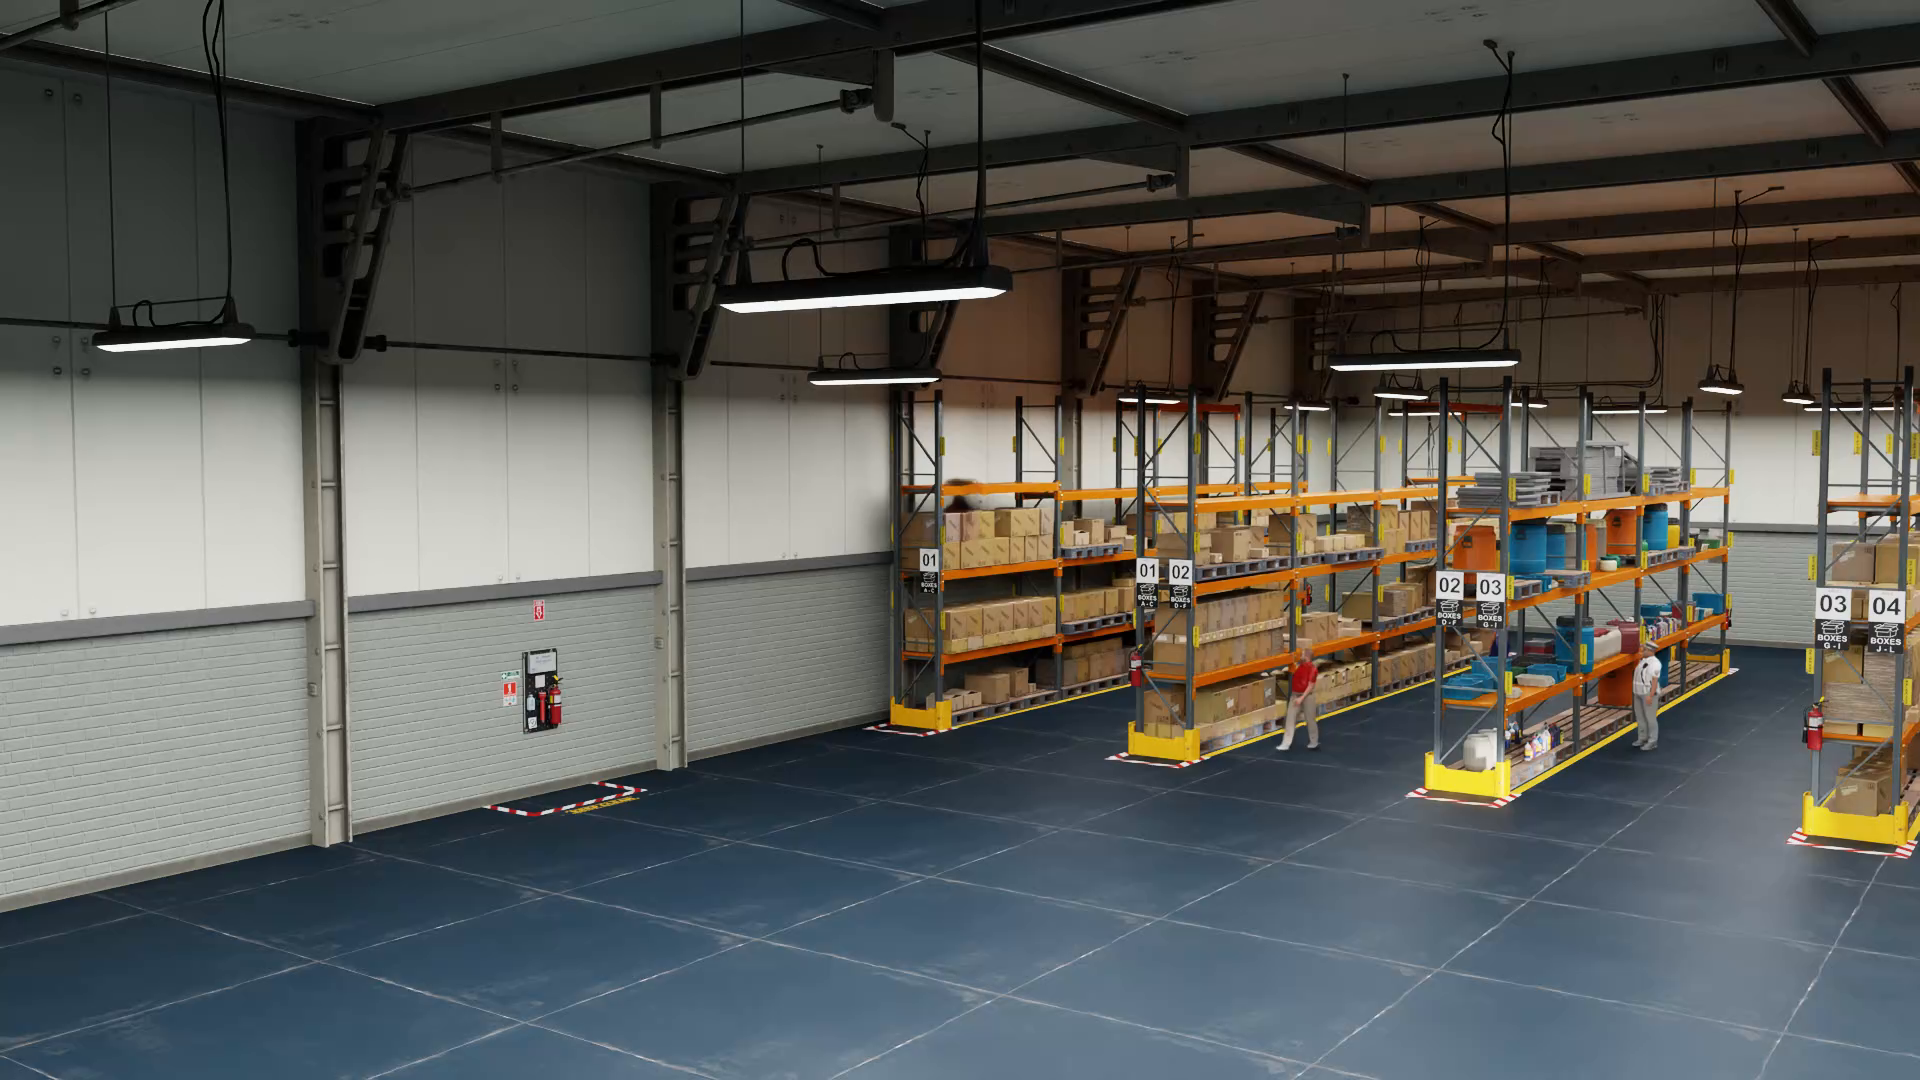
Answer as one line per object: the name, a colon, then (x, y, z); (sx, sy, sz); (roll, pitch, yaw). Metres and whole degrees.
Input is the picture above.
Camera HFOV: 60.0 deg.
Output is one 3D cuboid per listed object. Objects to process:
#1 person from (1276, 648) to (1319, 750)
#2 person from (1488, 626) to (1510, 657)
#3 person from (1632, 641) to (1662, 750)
person: (5.602, 2.610, 27.217); (0.492, 1.665, 1.036); (3, 4, 39)
person: (11.269, 2.225, 34.815); (0.492, 1.652, 0.404); (-3, 4, -43)
person: (11.401, 2.567, 27.632); (0.415, 1.794, 0.544); (-1, 3, -15)
